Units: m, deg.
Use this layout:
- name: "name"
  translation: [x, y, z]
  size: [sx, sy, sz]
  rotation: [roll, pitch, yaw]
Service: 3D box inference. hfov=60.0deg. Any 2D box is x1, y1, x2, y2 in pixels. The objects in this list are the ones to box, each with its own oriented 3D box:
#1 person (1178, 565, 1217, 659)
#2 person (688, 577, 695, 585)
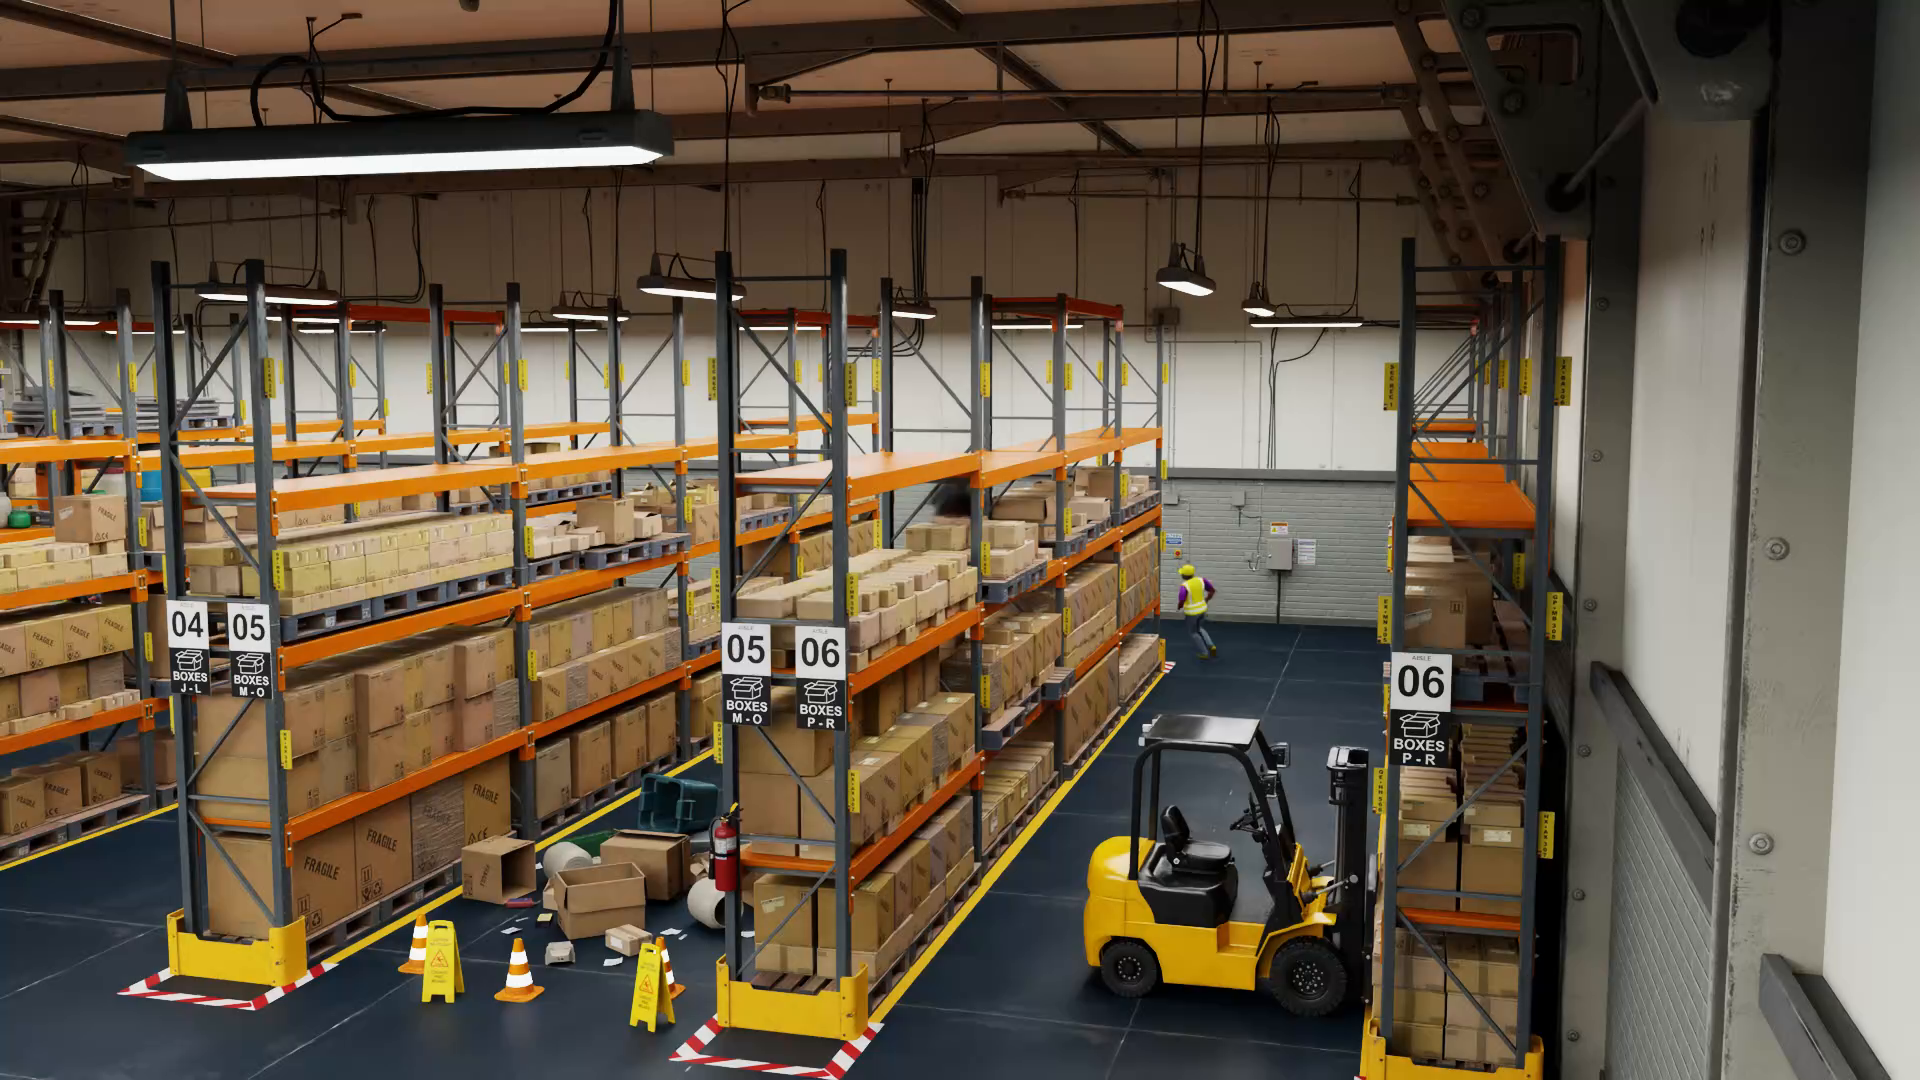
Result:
- name: "person"
  translation: [4.108, 1.259, 29.110]
  size: [0.807, 1.683, 0.569]
  rotation: [-6, 8, -43]
- name: "person"
  translation: [-4.332, 1.453, 27.290]
  size: [0.671, 1.717, 0.667]
  rotation: [2, 7, 22]
